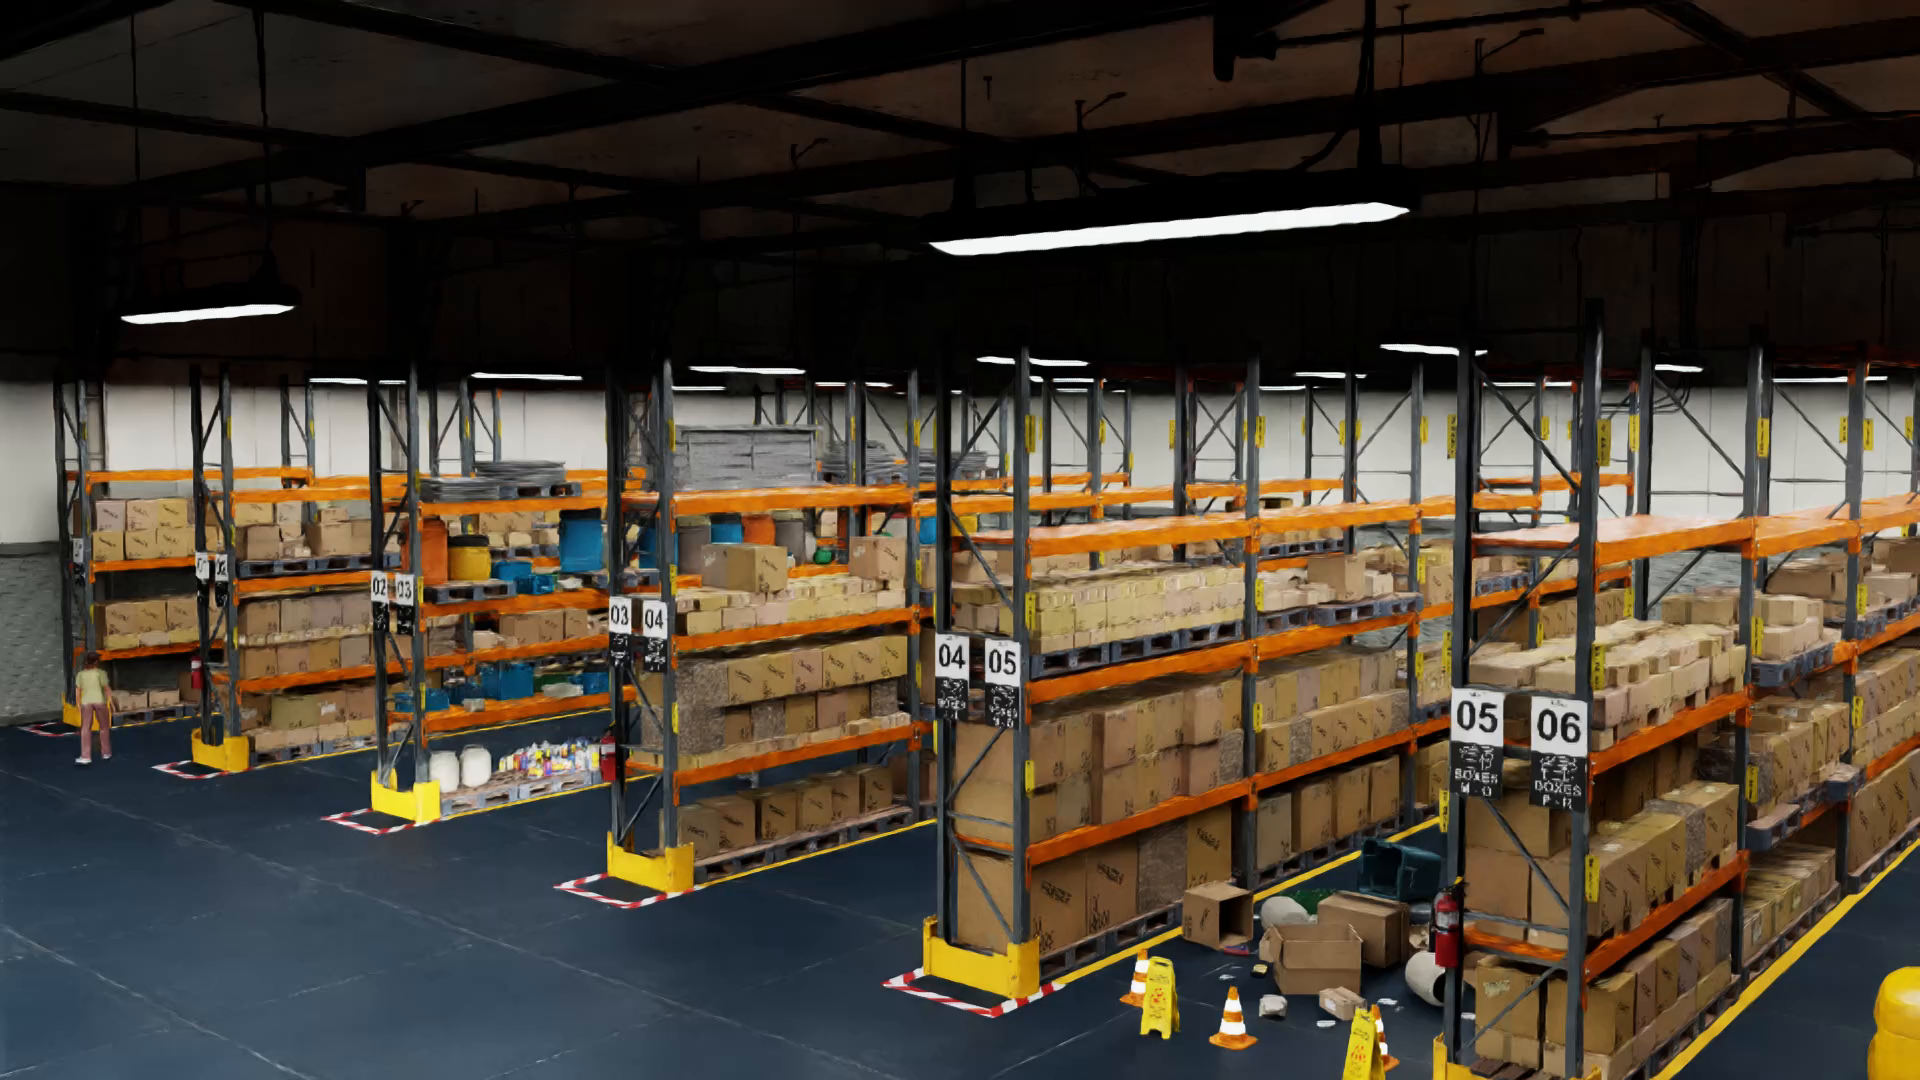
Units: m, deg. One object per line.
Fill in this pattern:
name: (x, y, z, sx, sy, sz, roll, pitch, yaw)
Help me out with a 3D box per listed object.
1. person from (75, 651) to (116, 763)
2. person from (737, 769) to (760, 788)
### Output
person: (-13.073, 2.501, 25.141, 0.560, 1.665, 0.569, -1, 4, -17)
person: (-3.000, 2.613, 23.523, 0.710, 1.703, 0.836, 2, 5, 24)
